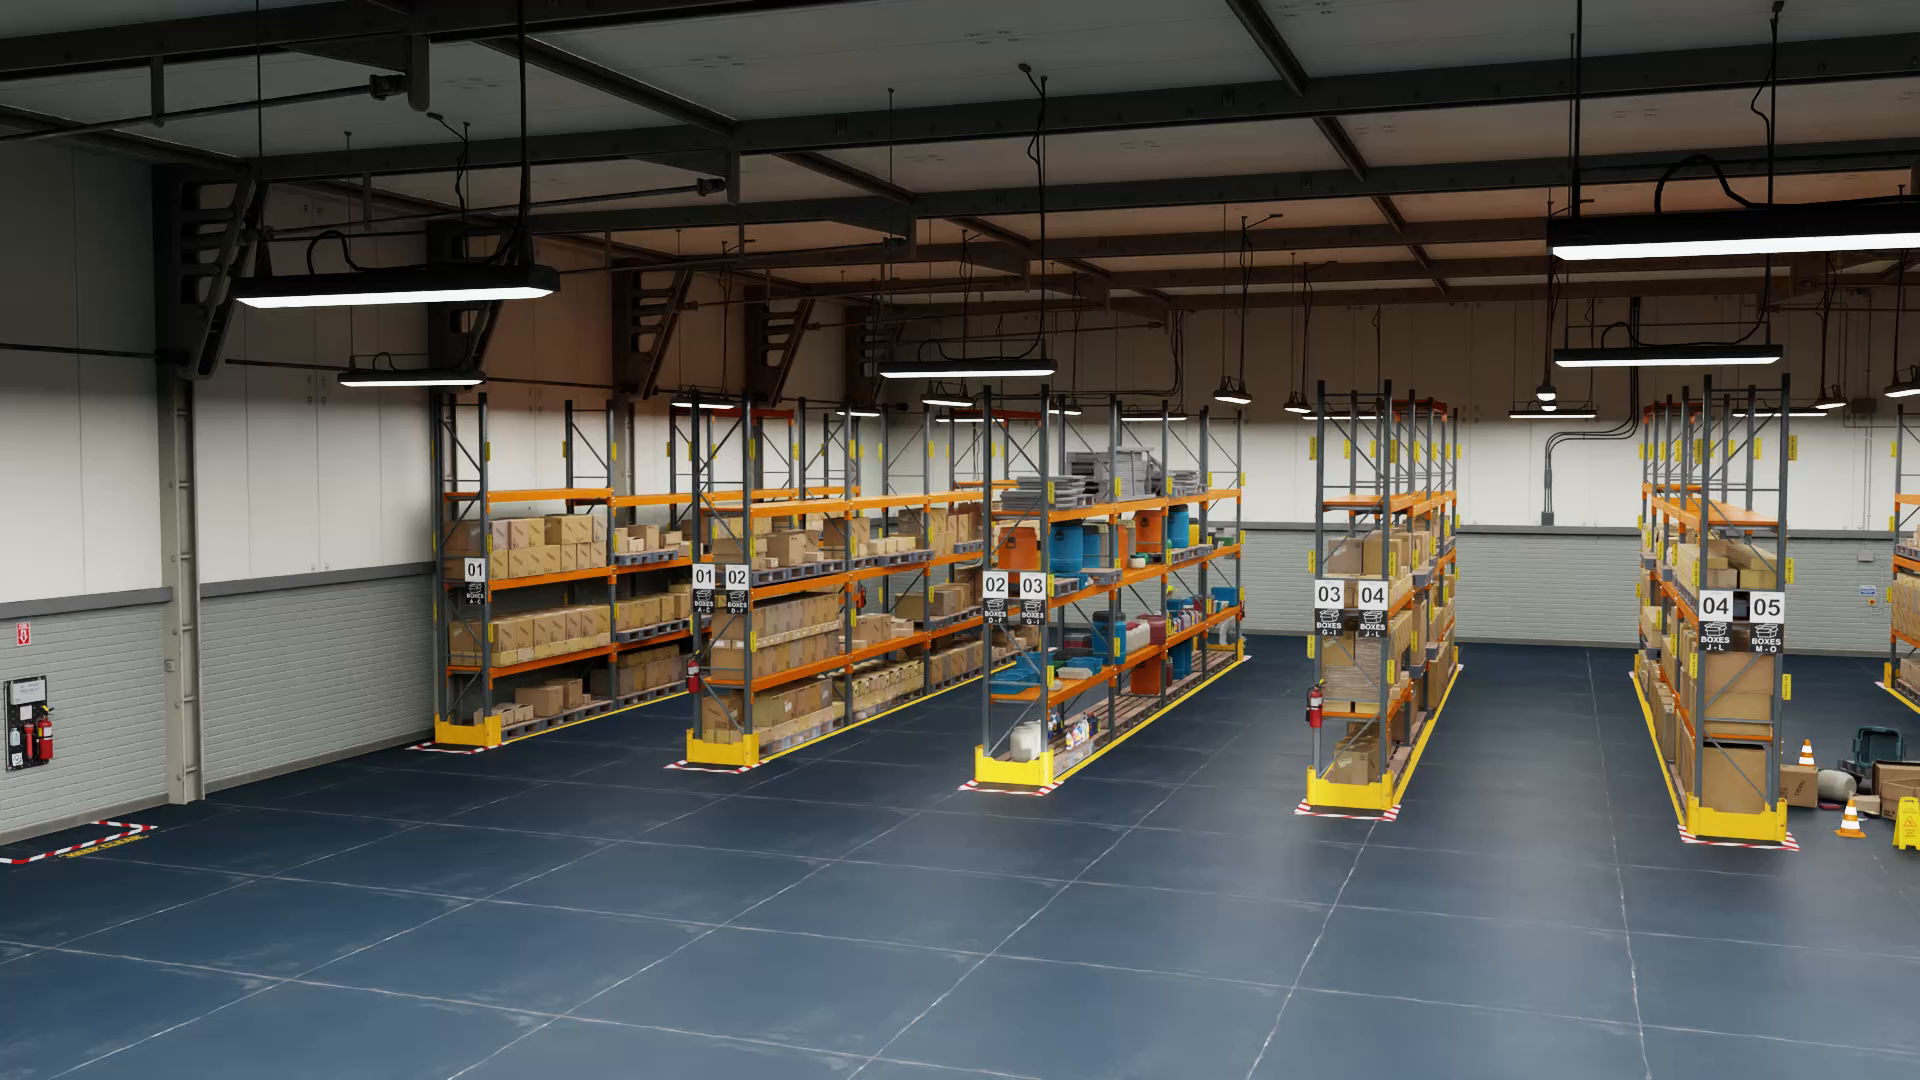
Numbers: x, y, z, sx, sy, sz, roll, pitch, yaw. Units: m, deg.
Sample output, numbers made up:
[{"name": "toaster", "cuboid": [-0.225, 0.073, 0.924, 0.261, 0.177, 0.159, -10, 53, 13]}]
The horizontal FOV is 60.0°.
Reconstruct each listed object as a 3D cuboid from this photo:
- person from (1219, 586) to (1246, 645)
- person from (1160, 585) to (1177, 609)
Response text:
[{"name": "person", "cuboid": [6.769, 1.956, 41.593, 0.869, 1.638, 0.439, -1, 3, -10]}, {"name": "person", "cuboid": [4.938, 1.849, 39.396, 0.608, 1.554, 0.839, -2, 4, -34]}]
